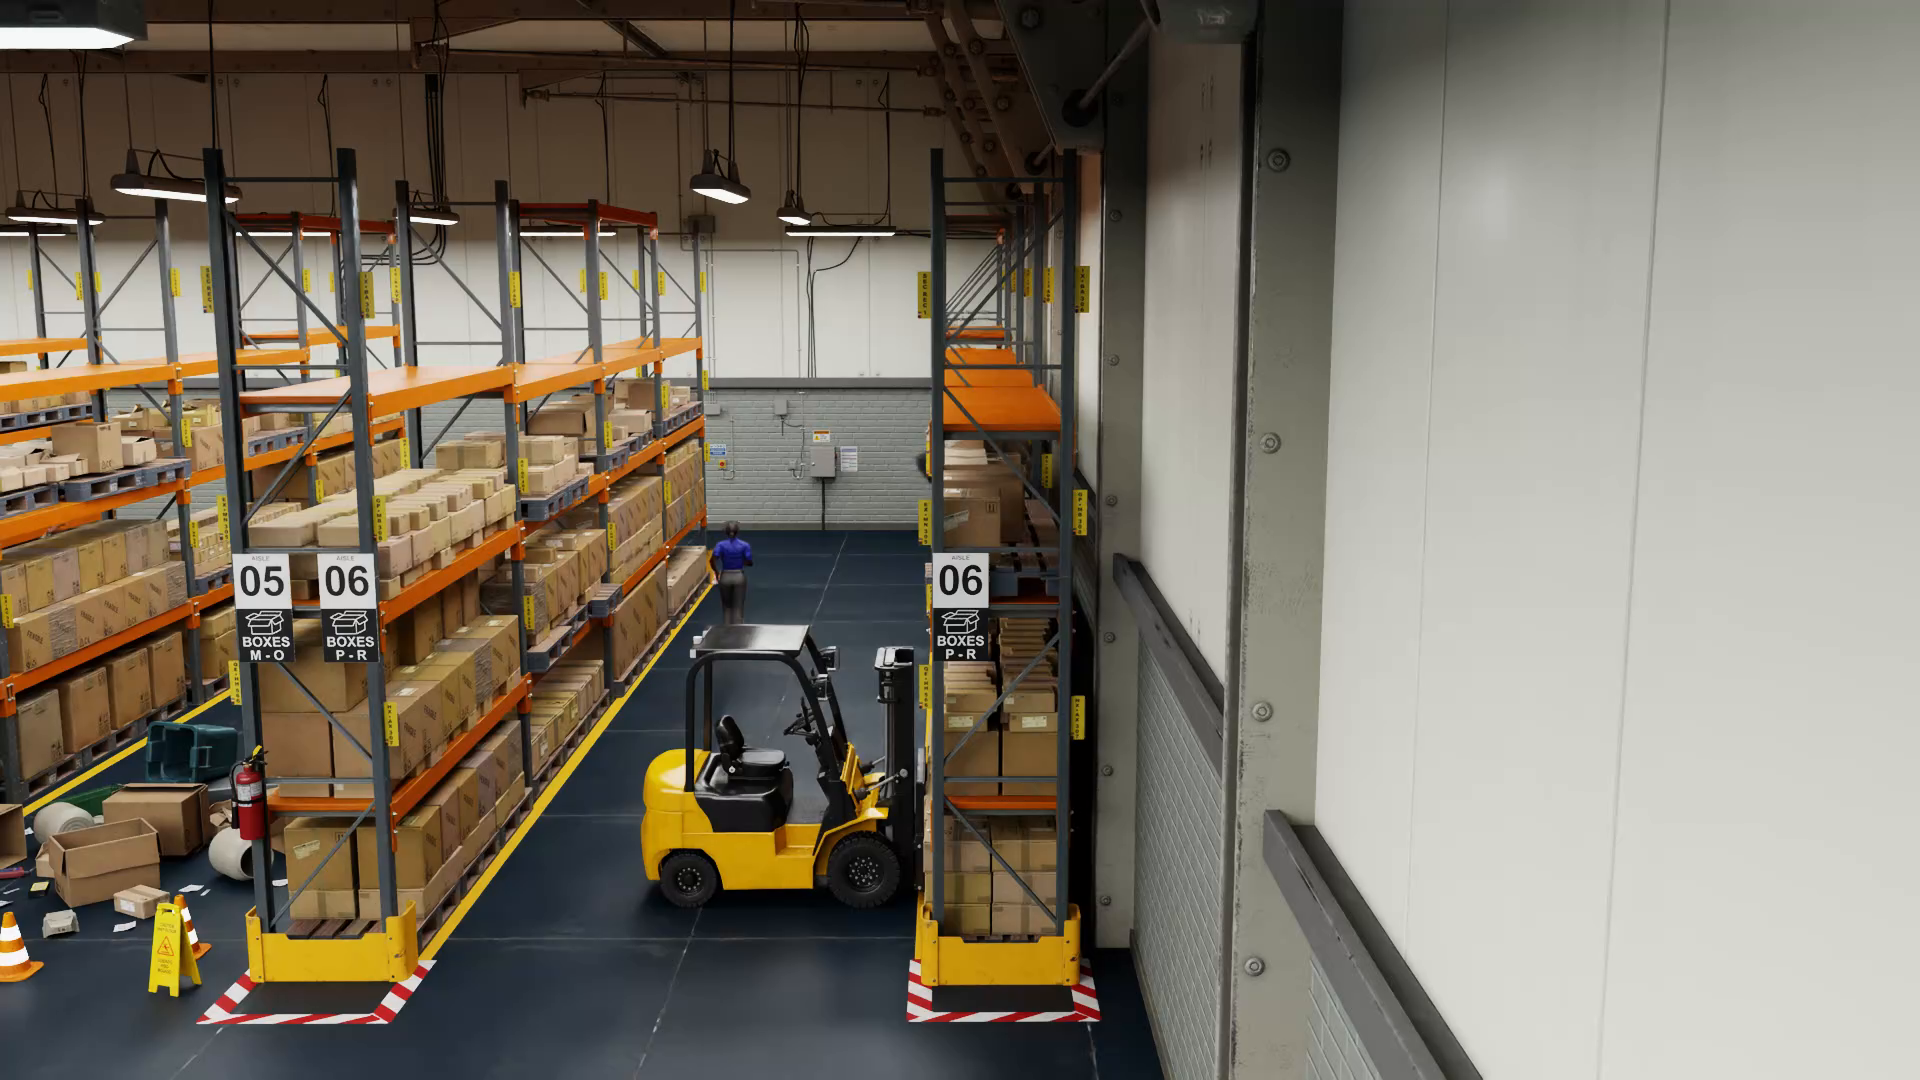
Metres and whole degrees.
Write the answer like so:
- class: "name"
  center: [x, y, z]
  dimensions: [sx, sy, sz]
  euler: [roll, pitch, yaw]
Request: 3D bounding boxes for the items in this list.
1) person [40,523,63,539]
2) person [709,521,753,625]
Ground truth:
- class: "person"
  center: [-12.999, 0.488, 23.994]
  dimensions: [0.667, 1.730, 0.556]
  euler: [1, 9, 3]
- class: "person"
  center: [-2.981, 0.618, 21.790]
  dimensions: [0.555, 1.761, 0.671]
  euler: [-1, 9, -4]
